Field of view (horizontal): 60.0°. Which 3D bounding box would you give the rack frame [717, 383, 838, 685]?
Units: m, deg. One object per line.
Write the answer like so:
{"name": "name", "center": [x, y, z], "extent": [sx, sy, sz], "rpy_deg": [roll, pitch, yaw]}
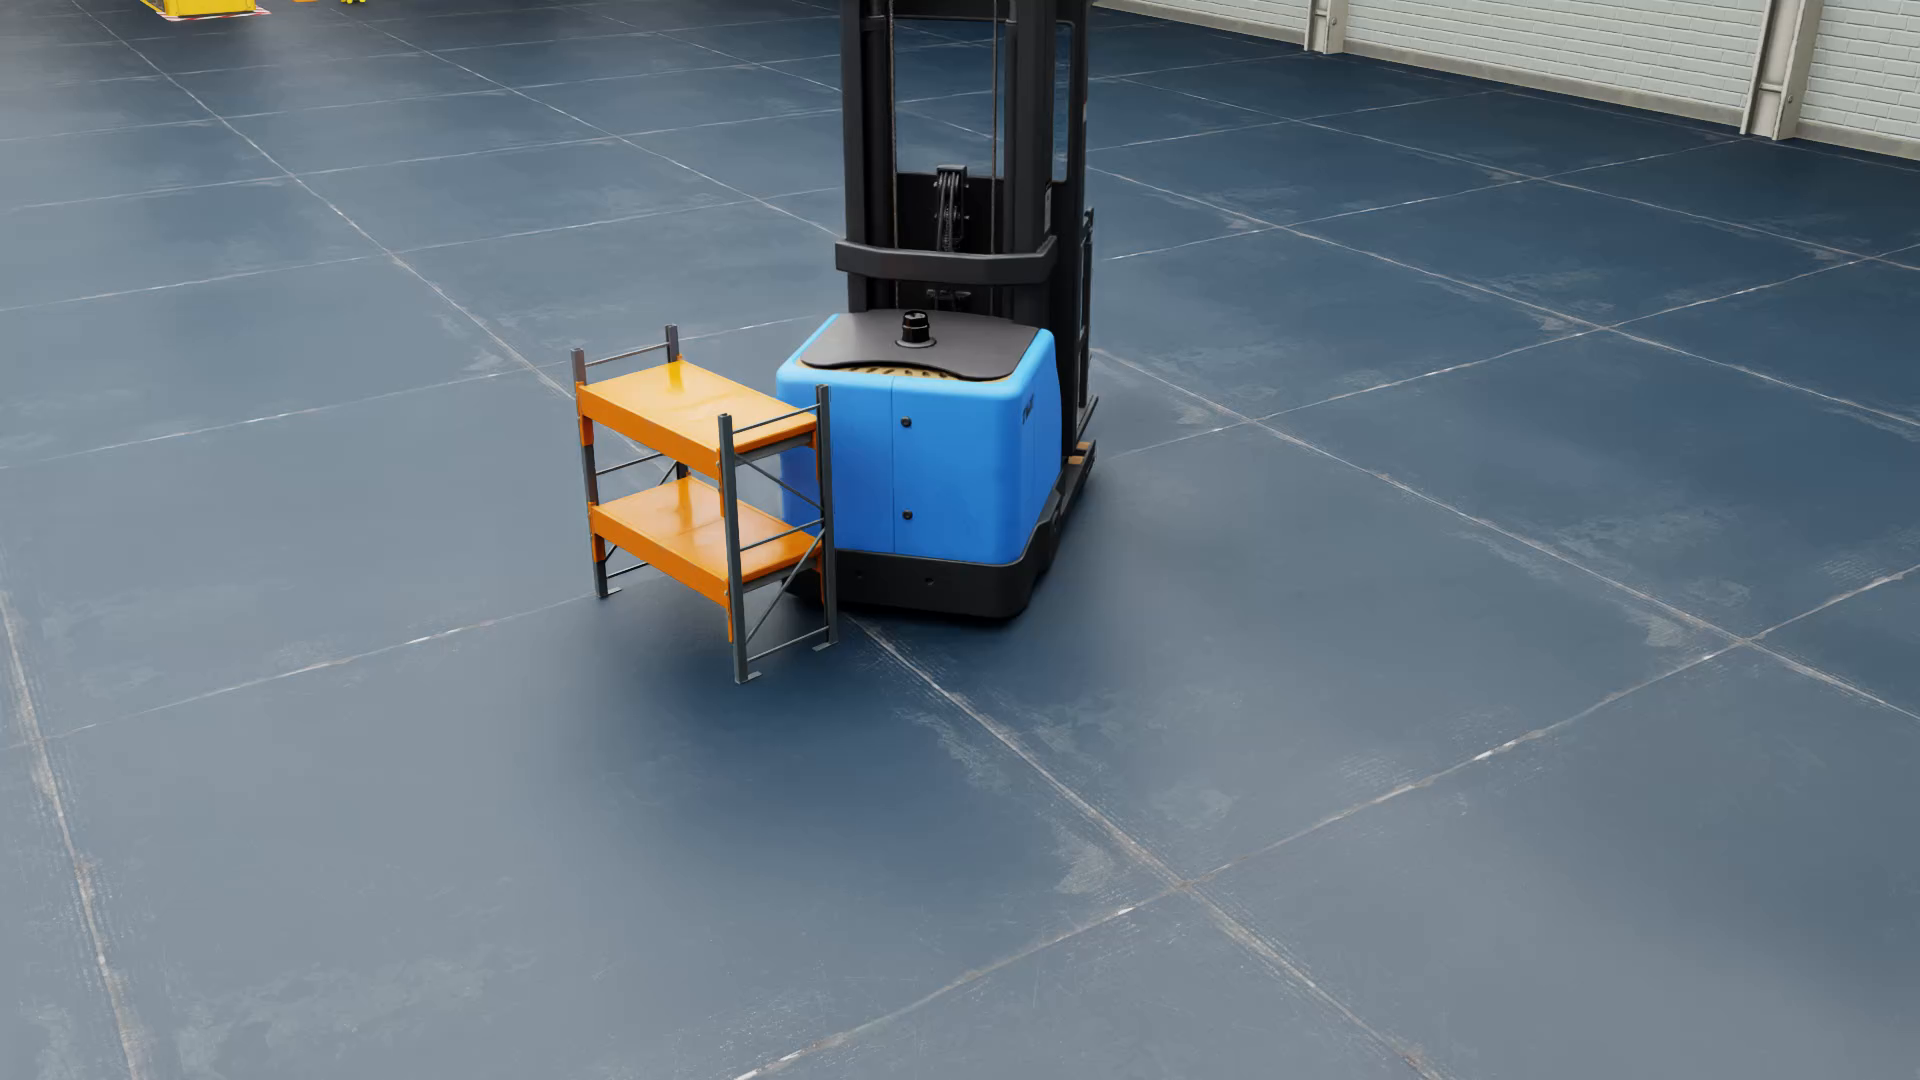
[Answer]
{"name": "rack frame", "center": [-0.695, -0.016, 6.467], "extent": [0.500, 1.125, 0.032], "rpy_deg": [-22, 33, -38]}

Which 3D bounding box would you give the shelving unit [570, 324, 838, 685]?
{"name": "shelving unit", "center": [-1.043, -0.175, 6.803], "extent": [0.538, 1.125, 1.048], "rpy_deg": [-22, 33, -38]}

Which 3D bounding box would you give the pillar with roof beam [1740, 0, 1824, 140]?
{"name": "pillar with roof beam", "center": [4.167, -6.967, 11.966], "extent": [9.100, 9.000, 0.400], "rpy_deg": [-16, 29, -30]}

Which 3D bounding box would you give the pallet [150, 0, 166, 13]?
{"name": "pallet", "center": [-11.178, -7.895, 24.227], "extent": [1.003, 0.211, 1.213], "rpy_deg": [-16, 29, -30]}

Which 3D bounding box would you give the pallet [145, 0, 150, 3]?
{"name": "pallet", "center": [-11.840, -8.331, 25.150], "extent": [1.003, 0.211, 1.213], "rpy_deg": [-16, 29, -30]}

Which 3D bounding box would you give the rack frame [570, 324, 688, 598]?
{"name": "rack frame", "center": [-1.390, -0.333, 7.138], "extent": [0.500, 1.125, 0.032], "rpy_deg": [-22, 33, -38]}

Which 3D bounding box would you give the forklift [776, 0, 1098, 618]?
{"name": "forklift", "center": [0.072, -1.609, 7.724], "extent": [1.130, 2.935, 3.031], "rpy_deg": [6, 26, 12]}

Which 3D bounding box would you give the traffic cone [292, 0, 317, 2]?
{"name": "traffic cone", "center": [-9.776, -8.262, 24.709], "extent": [0.336, 0.463, 0.334], "rpy_deg": [-16, 29, -30]}

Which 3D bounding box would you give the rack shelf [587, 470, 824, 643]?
{"name": "rack shelf", "center": [-1.043, 0.046, 6.907], "extent": [0.538, 0.278, 1.000], "rpy_deg": [-22, 33, -38]}

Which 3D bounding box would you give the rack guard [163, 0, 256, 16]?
{"name": "rack guard", "center": [-10.663, -7.749, 23.580], "extent": [1.175, 0.500, 0.348], "rpy_deg": [-16, 29, -30]}

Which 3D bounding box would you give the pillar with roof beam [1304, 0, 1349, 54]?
{"name": "pillar with roof beam", "center": [0.892, -9.113, 16.512], "extent": [9.100, 9.000, 0.400], "rpy_deg": [-16, 29, -30]}

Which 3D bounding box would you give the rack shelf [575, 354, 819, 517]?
{"name": "rack shelf", "center": [-1.043, -0.440, 6.678], "extent": [0.538, 0.278, 1.000], "rpy_deg": [-22, 33, -38]}

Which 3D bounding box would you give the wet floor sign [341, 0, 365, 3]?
{"name": "wet floor sign", "center": [-9.001, -8.275, 24.522], "extent": [0.267, 0.644, 0.232], "rpy_deg": [-22, 33, -38]}
